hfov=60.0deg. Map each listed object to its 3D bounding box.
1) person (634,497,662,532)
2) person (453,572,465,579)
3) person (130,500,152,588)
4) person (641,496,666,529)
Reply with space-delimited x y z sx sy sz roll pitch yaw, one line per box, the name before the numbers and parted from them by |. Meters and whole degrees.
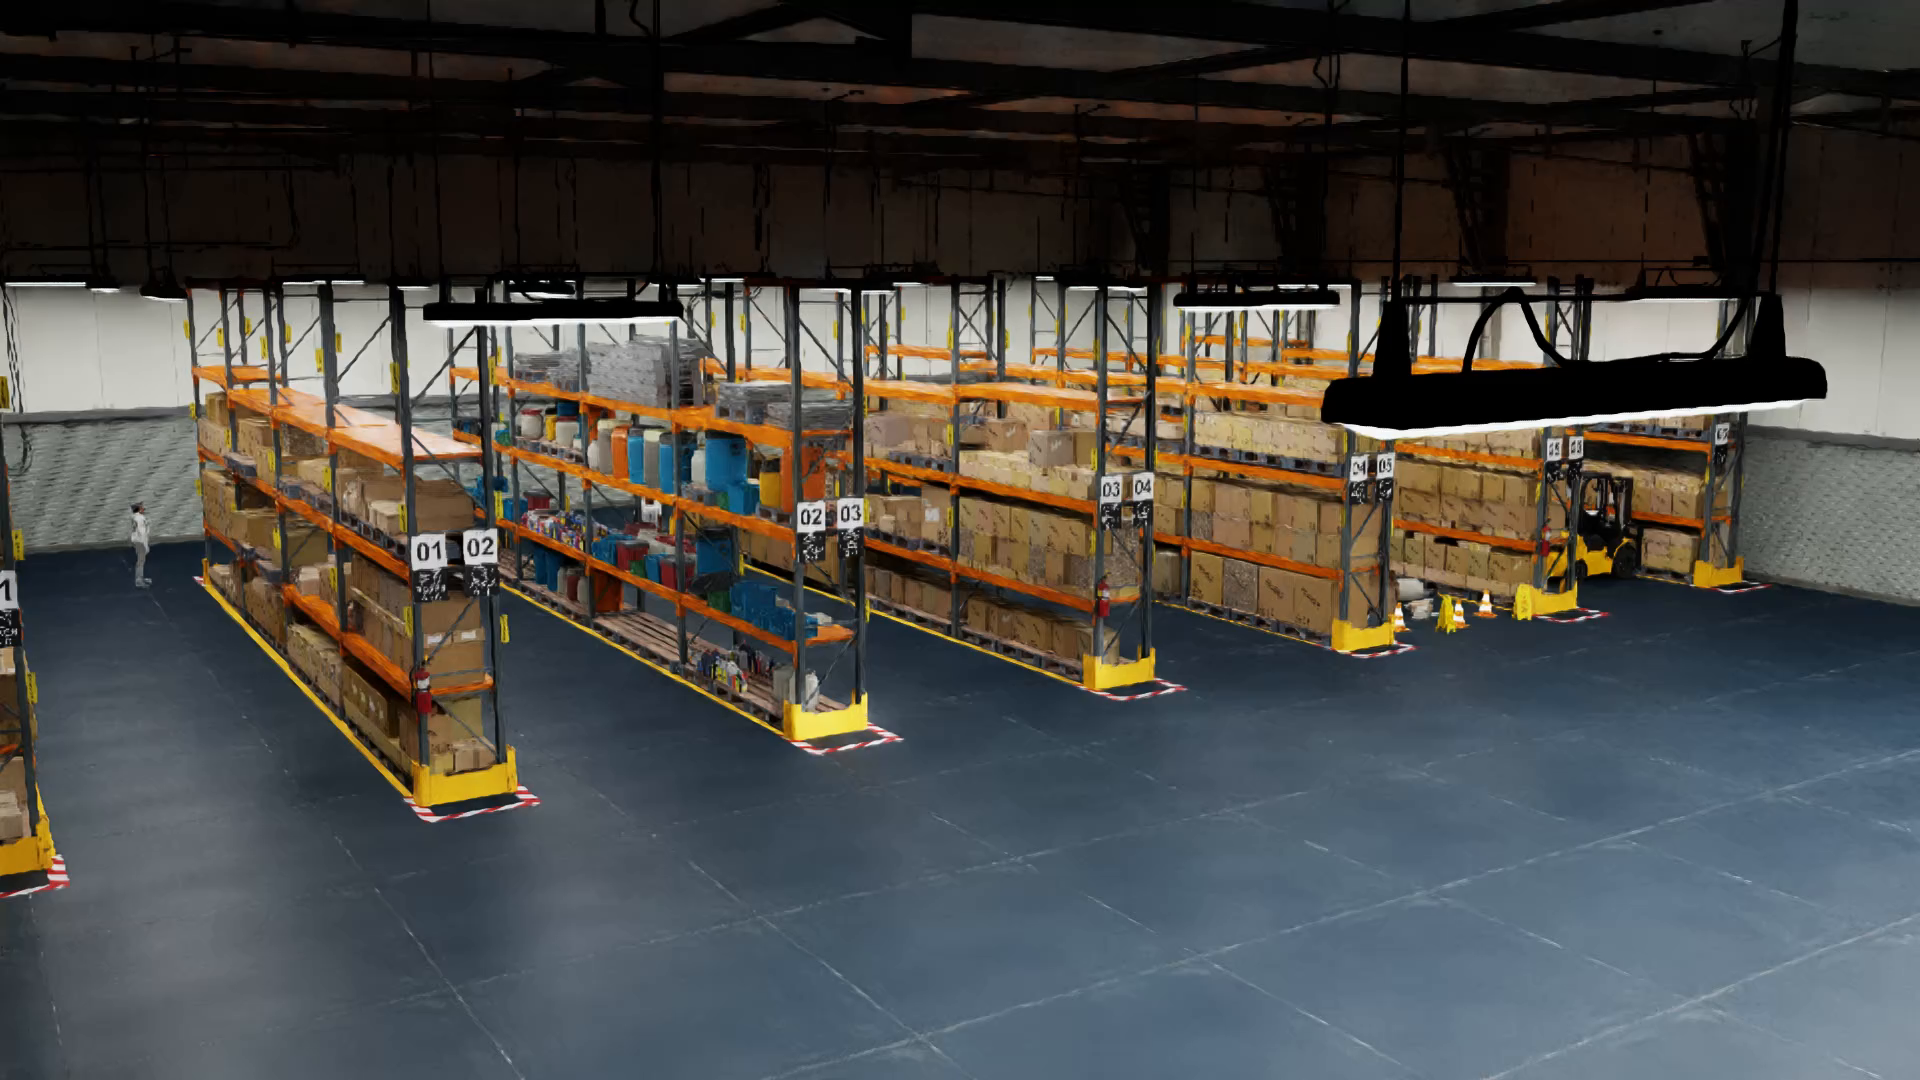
person | -6.433 -0.274 34.464 0.577 1.687 1.115 -6 11 -34
person | -7.817 1.251 25.706 0.605 1.628 0.702 -8 12 -39
person | -16.020 0.055 32.529 0.362 1.687 0.606 -7 12 -36
person | -7.254 -1.065 39.111 0.599 1.744 0.578 1 10 4
